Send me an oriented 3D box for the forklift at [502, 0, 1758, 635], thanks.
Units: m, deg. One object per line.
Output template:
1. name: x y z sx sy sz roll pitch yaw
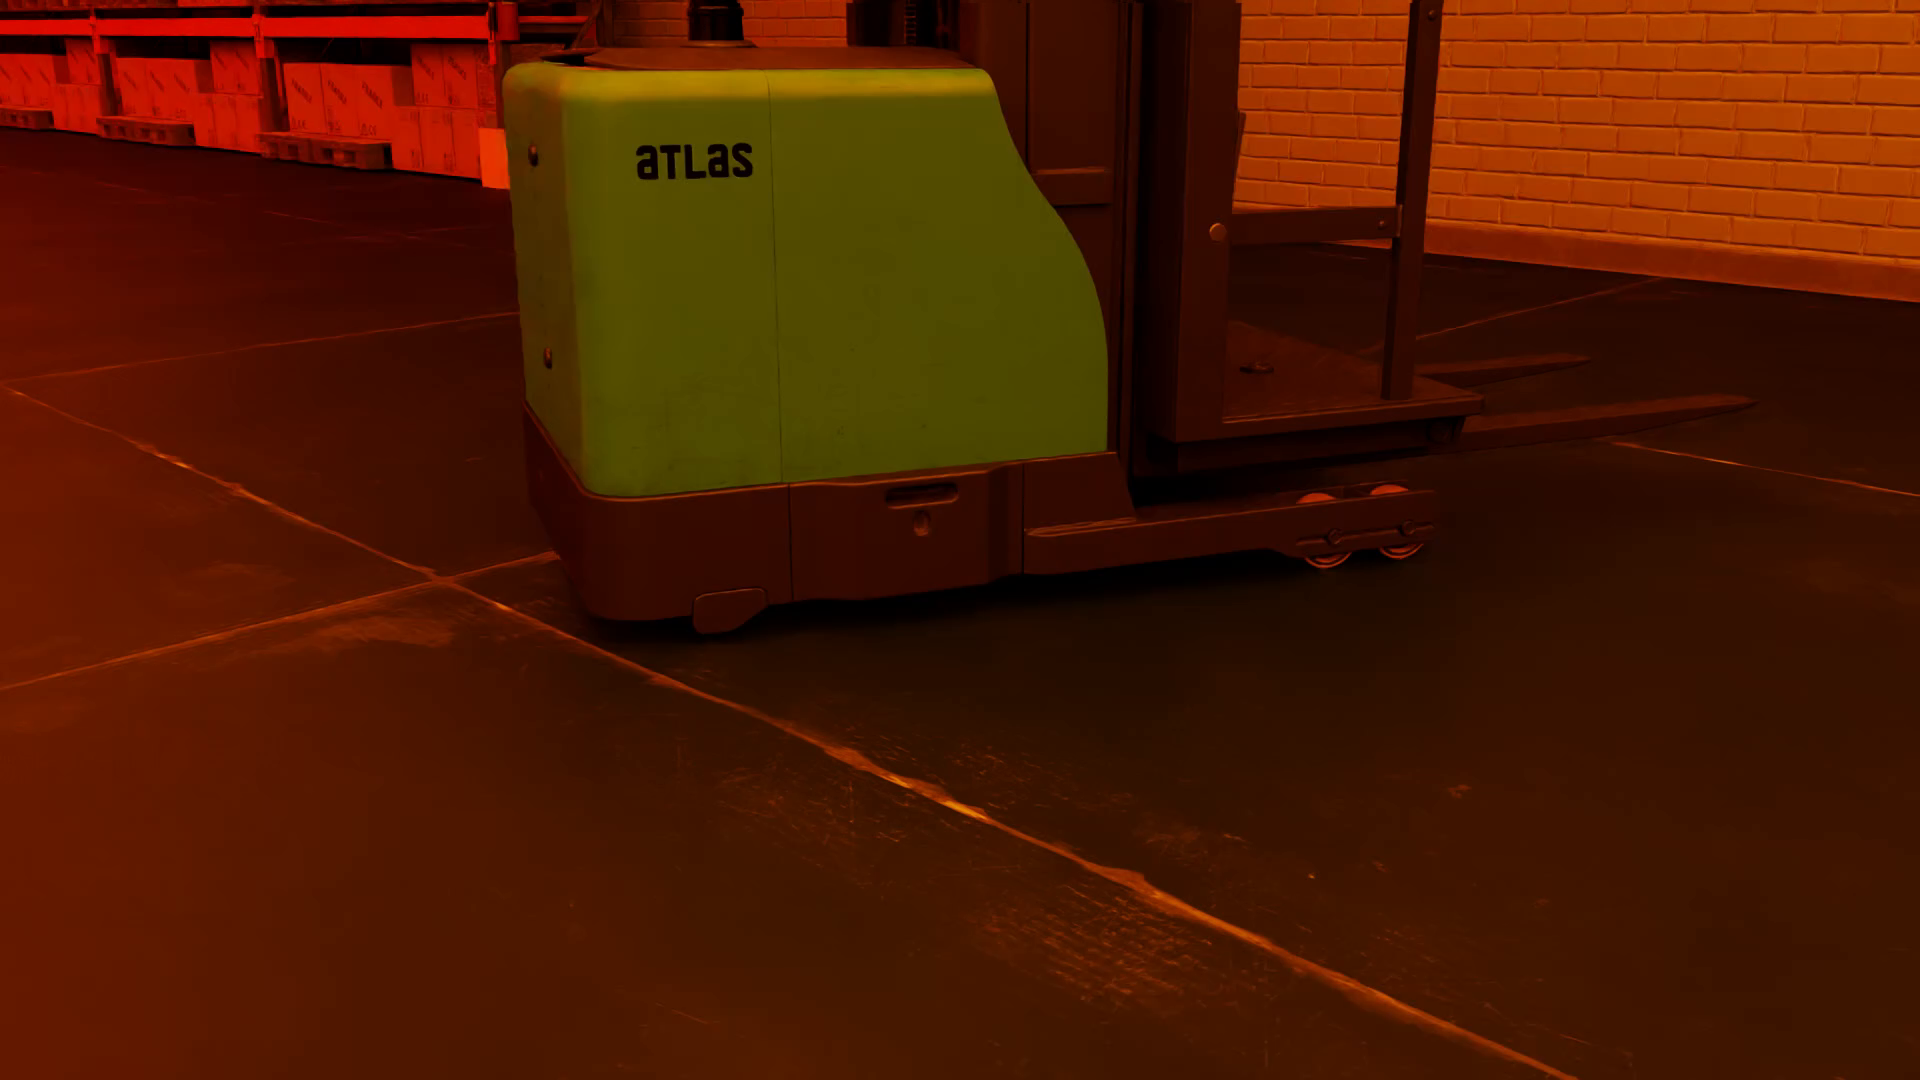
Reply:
1. forklift: 0.538 -1.475 3.703 3.031 2.935 1.130 -7 18 -20
